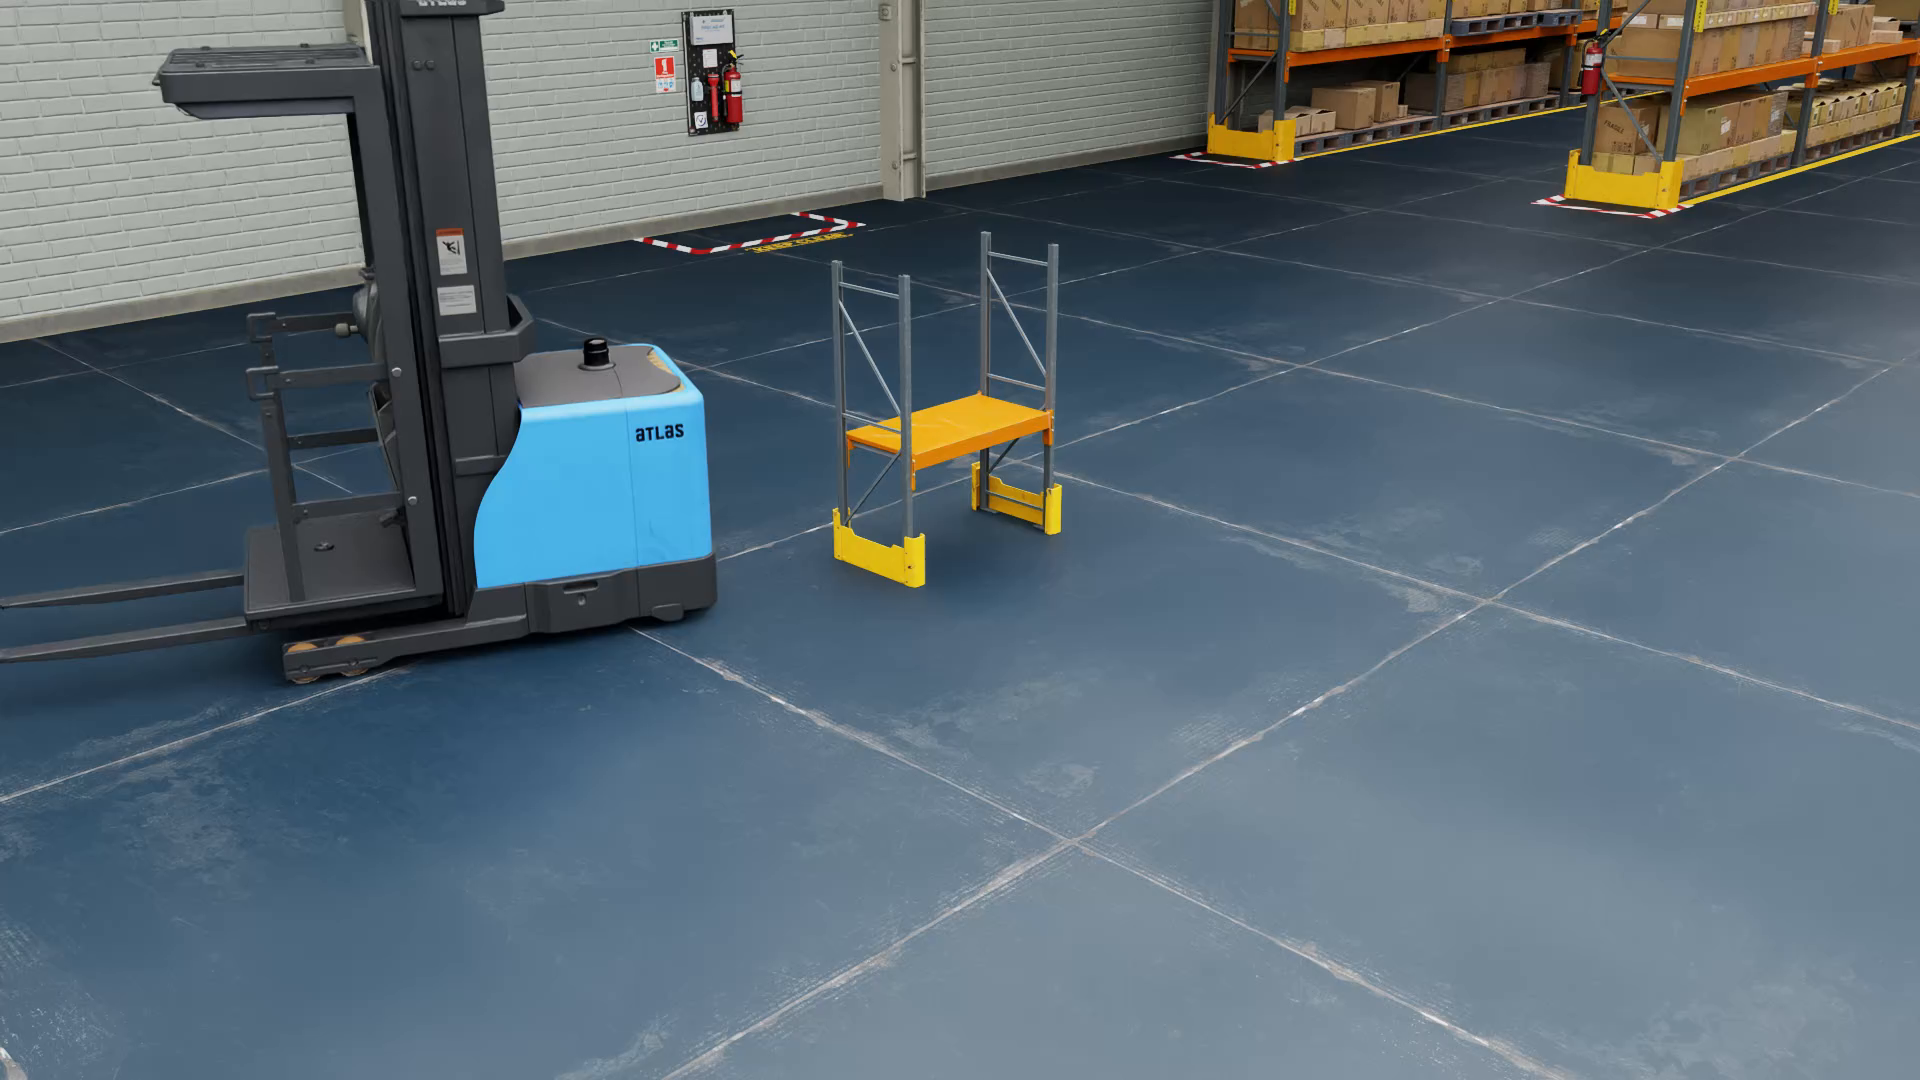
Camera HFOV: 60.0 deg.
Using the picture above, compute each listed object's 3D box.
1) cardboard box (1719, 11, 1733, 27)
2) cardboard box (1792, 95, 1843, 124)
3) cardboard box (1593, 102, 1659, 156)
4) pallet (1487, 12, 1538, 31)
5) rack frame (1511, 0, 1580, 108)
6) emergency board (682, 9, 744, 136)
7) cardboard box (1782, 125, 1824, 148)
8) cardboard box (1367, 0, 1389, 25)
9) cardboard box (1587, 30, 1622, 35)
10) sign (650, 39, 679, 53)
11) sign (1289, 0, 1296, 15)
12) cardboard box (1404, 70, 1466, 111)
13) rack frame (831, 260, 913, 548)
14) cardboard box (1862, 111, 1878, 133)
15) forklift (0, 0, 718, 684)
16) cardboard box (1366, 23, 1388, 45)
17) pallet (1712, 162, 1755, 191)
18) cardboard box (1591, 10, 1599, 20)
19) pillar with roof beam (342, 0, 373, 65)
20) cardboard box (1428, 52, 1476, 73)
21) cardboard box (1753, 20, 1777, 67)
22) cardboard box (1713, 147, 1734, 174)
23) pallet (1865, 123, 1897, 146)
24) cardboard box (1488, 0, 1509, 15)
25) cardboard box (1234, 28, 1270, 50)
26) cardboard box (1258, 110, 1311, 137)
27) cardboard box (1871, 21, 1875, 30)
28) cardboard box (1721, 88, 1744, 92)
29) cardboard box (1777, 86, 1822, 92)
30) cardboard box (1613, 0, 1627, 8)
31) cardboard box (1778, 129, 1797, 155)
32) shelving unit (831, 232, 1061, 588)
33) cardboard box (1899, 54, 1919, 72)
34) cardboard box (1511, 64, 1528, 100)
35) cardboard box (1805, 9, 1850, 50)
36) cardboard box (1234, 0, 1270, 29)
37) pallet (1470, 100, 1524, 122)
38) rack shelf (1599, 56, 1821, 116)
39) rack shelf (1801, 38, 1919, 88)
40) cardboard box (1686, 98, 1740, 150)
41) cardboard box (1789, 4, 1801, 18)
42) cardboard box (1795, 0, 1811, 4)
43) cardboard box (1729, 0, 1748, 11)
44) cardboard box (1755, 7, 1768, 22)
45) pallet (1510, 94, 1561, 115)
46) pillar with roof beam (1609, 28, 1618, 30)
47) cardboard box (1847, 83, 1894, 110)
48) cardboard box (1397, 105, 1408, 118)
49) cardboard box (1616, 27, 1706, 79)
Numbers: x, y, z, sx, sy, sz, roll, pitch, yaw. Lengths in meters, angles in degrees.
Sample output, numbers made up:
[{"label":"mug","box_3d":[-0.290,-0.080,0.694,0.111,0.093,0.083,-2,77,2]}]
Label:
[{"label":"cardboard box","box_3d":[8.206,-5.704,18.192,0.380,0.149,0.250,19,28,40]},{"label":"cardboard box","box_3d":[10.854,-5.485,21.130,0.500,0.311,0.500,19,28,40]},{"label":"cardboard box","box_3d":[7.404,-4.586,18.528,0.500,0.500,0.500,19,28,41]},{"label":"pallet","box_3d":[7.921,-7.798,24.949,1.003,0.211,1.213,19,28,41]},{"label":"rack frame","box_3d":[9.273,-8.407,26.266,1.000,3.000,0.127,19,28,41]},{"label":"emergency board","box_3d":[-2.377,-4.579,16.306,0.194,1.169,0.643,19,28,41]},{"label":"cardboard box","box_3d":[10.493,-5.094,20.894,0.500,0.250,0.500,18,28,39]},{"label":"cardboard box","box_3d":[5.308,-7.079,21.946,0.500,0.500,0.500,-19,28,-40]},{"label":"cardboard box","box_3d":[11.085,-8.199,28.135,0.750,0.750,0.750,-19,28,-40]},{"label":"sign","box_3d":[-2.827,-4.725,15.899,0.001,0.109,0.331,19,28,41]},{"label":"sign","box_3d":[4.081,-6.619,20.407,0.100,0.325,0.005,19,28,41]},{"label":"cardboard box","box_3d":[6.984,-6.610,24.463,0.500,0.500,0.700,-19,28,-40]},{"label":"rack frame","box_3d":[-0.414,-0.547,7.908,0.500,1.500,0.032,19,28,41]},{"label":"cardboard box","box_3d":[11.922,-5.622,22.268,0.500,0.250,0.500,-19,28,-41]},{"label":"forklift","box_3d":[-2.686,-0.979,7.035,3.031,2.935,1.130,-8,22,-20]},{"label":"cardboard box","box_3d":[5.325,-6.731,22.088,0.500,0.250,0.500,20,28,41]},{"label":"pallet","box_3d":[8.598,-4.329,19.543,1.003,0.211,1.213,19,28,41]},{"label":"cardboard box","box_3d":[10.096,-8.435,26.662,0.250,0.149,0.380,-19,28,-40]},{"label":"pillar with roof beam","box_3d":[-1.727,-5.385,10.042,9.100,9.000,0.400,19,28,41]},{"label":"cardboard box","box_3d":[7.288,-7.075,24.625,0.500,0.250,0.500,19,28,40]},{"label":"cardboard box","box_3d":[9.013,-5.805,19.359,0.500,0.500,0.700,-20,28,-41]},{"label":"cardboard box","box_3d":[8.472,-4.364,18.995,0.500,0.250,0.500,19,28,41]},{"label":"pallet","box_3d":[12.222,-5.664,23.018,1.003,0.211,1.213,19,28,41]},{"label":"cardboard box","box_3d":[7.693,-8.072,24.641,0.500,0.500,0.700,-16,26,-35]},{"label":"cardboard box","box_3d":[3.879,-6.458,21.377,0.500,0.250,0.500,-20,28,-41]},{"label":"cardboard box","box_3d":[4.239,-5.456,21.723,0.500,0.311,0.500,15,26,35]},{"label":"cardboard box","box_3d":[12.062,-6.945,22.586,0.500,0.311,0.500,19,28,40]},{"label":"cardboard box","box_3d":[9.143,-5.231,20.205,0.500,0.500,0.500,19,28,41]},{"label":"cardboard box","box_3d":[11.173,-5.881,22.160,0.500,0.311,0.500,19,28,40]},{"label":"cardboard box","box_3d":[10.514,-8.922,27.024,0.500,0.500,0.500,19,28,40]},{"label":"cardboard box","box_3d":[9.867,-4.878,20.333,0.500,0.250,0.500,19,28,41]},{"label":"shelving unit","box_3d":[-0.053,-0.680,8.255,0.587,1.500,1.083,19,28,41]},{"label":"cardboard box","box_3d":[14.056,-7.135,24.783,0.500,0.250,0.500,19,28,40]},{"label":"cardboard box","box_3d":[8.365,-7.144,25.851,0.700,0.500,0.500,19,28,41]},{"label":"cardboard box","box_3d":[10.949,-6.515,21.205,0.500,0.500,0.500,-18,27,-38]},{"label":"cardboard box","box_3d":[3.868,-6.814,21.258,0.500,0.500,0.500,19,28,40]},{"label":"pallet","box_3d":[7.875,-6.592,25.432,1.003,0.211,1.213,19,28,41]},{"label":"rack shelf","box_3d":[8.639,-5.290,19.159,1.077,0.370,4.000,19,28,41]},{"label":"rack shelf","box_3d":[11.429,-6.318,21.834,1.077,0.370,4.000,19,28,41]},{"label":"cardboard box","box_3d":[8.464,-4.717,18.868,0.500,0.500,0.500,19,28,41]},{"label":"cardboard box","box_3d":[9.643,-6.235,19.571,0.380,0.149,0.250,18,28,39]},{"label":"cardboard box","box_3d":[9.729,-6.676,19.816,0.700,0.500,0.500,19,28,41]},{"label":"cardboard box","box_3d":[8.329,-6.160,18.474,0.700,0.500,0.500,19,28,41]},{"label":"cardboard box","box_3d":[8.928,-5.971,18.884,0.250,0.149,0.380,-19,28,-40]},{"label":"pallet","box_3d":[8.726,-6.905,26.244,1.003,0.211,1.213,19,28,41]},{"label":"pillar with roof beam","box_3d":[15.016,-11.554,26.093,9.100,9.000,0.400,19,28,41]},{"label":"cardboard box","box_3d":[12.277,-6.011,22.497,0.500,0.311,0.500,19,28,40]},{"label":"cardboard box","box_3d":[6.130,-6.116,23.642,0.380,0.166,0.250,15,26,34]},{"label":"cardboard box","box_3d":[7.578,-5.275,17.978,0.700,0.500,0.500,19,28,41]}]
